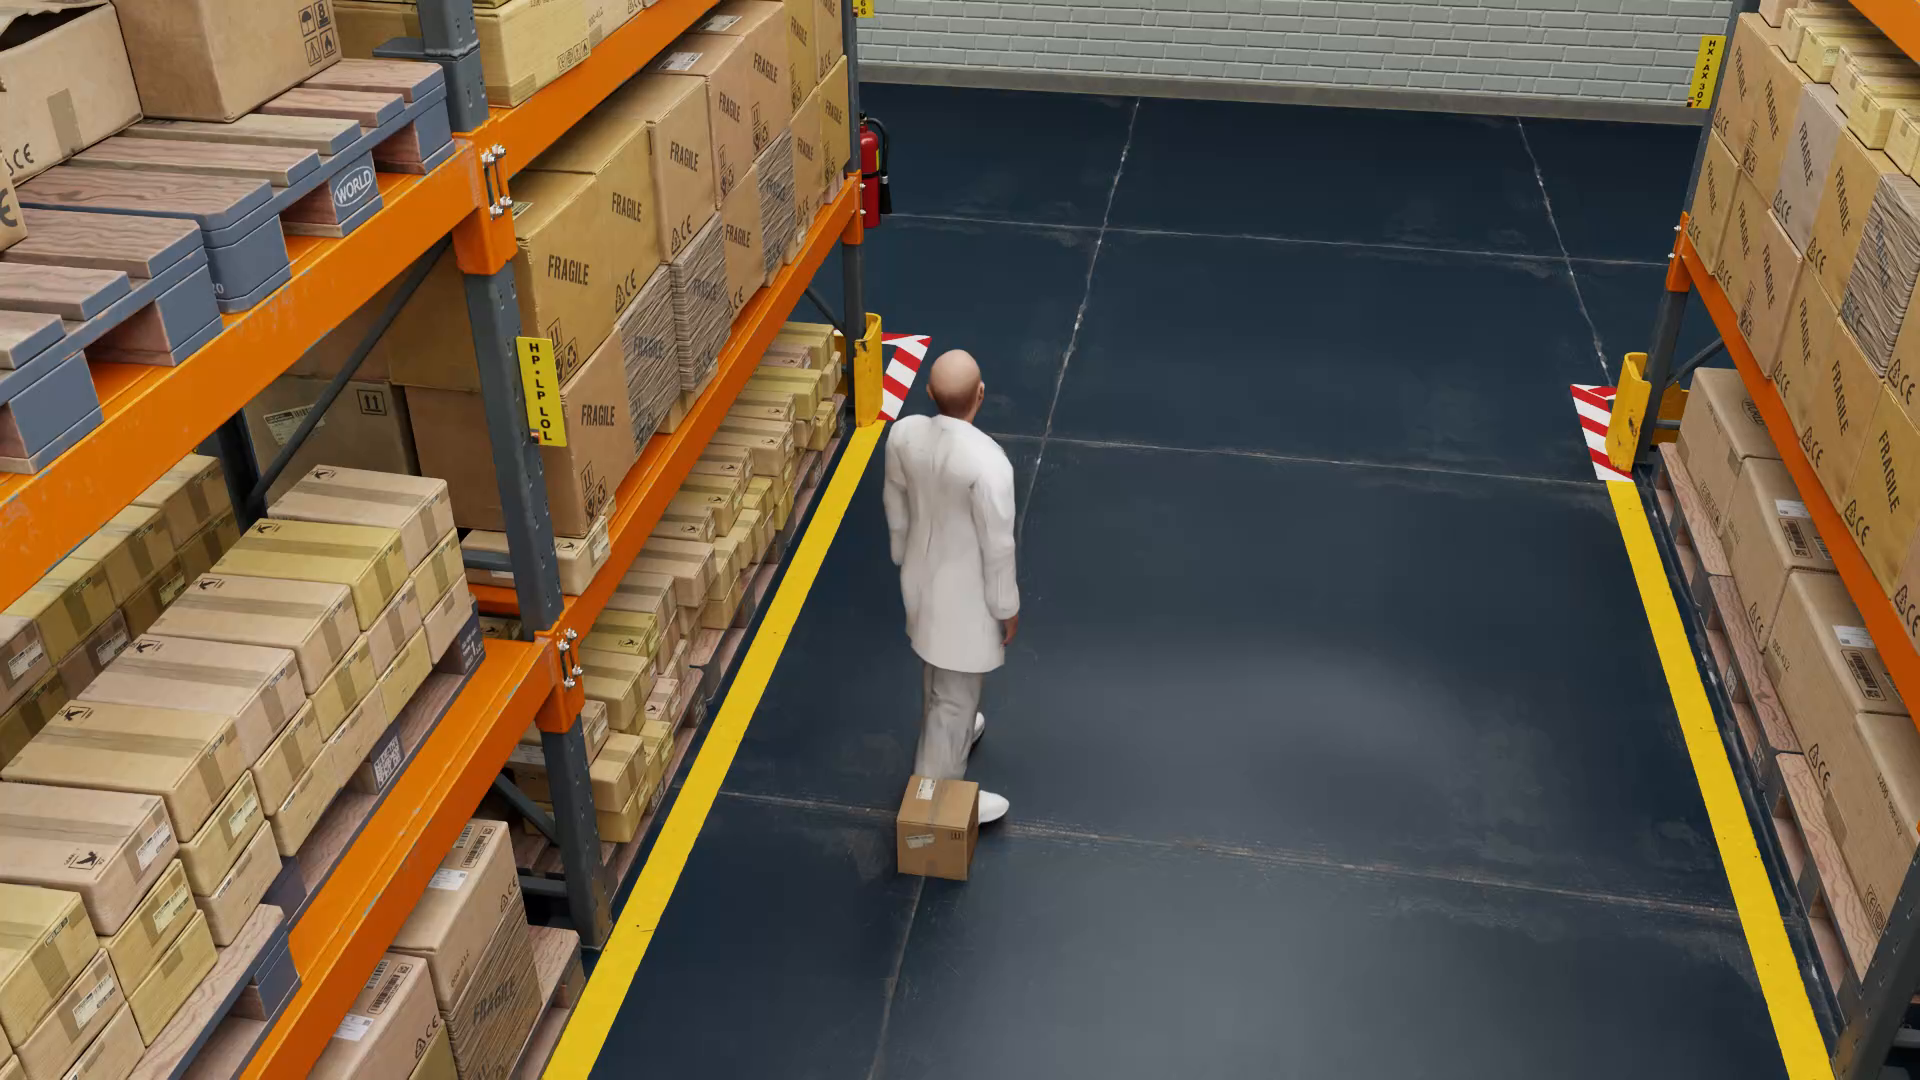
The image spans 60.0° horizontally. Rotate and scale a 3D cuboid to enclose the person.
[{"bbox_3d":[-0.008,0.160,5.866,0.585,1.779,0.600,-24,39,-33],"label":"person"}]
